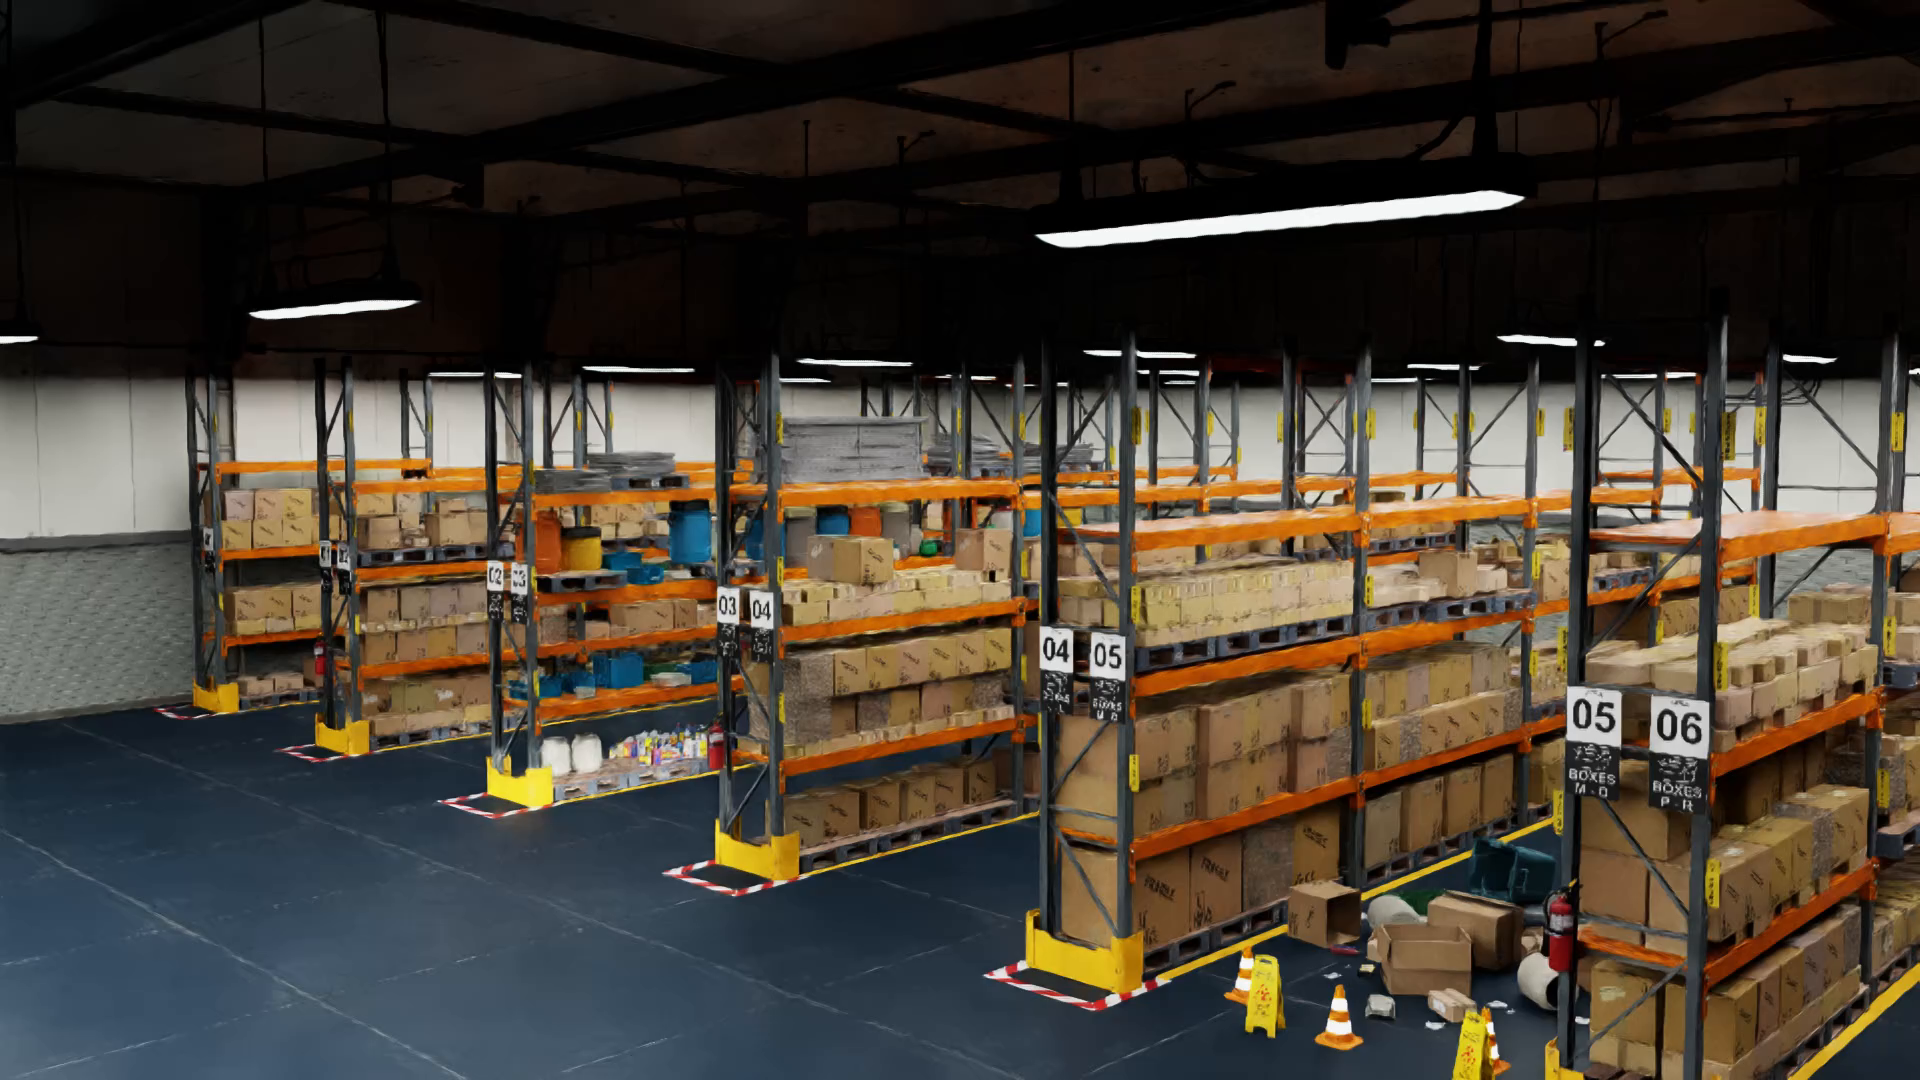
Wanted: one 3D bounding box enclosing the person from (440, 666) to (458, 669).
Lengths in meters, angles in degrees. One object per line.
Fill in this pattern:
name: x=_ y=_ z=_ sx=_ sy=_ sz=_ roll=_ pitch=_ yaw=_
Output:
person: x=-8.909 y=2.177 z=29.053 sx=0.566 sy=1.541 sz=0.519 roll=4 pitch=6 yaw=40
